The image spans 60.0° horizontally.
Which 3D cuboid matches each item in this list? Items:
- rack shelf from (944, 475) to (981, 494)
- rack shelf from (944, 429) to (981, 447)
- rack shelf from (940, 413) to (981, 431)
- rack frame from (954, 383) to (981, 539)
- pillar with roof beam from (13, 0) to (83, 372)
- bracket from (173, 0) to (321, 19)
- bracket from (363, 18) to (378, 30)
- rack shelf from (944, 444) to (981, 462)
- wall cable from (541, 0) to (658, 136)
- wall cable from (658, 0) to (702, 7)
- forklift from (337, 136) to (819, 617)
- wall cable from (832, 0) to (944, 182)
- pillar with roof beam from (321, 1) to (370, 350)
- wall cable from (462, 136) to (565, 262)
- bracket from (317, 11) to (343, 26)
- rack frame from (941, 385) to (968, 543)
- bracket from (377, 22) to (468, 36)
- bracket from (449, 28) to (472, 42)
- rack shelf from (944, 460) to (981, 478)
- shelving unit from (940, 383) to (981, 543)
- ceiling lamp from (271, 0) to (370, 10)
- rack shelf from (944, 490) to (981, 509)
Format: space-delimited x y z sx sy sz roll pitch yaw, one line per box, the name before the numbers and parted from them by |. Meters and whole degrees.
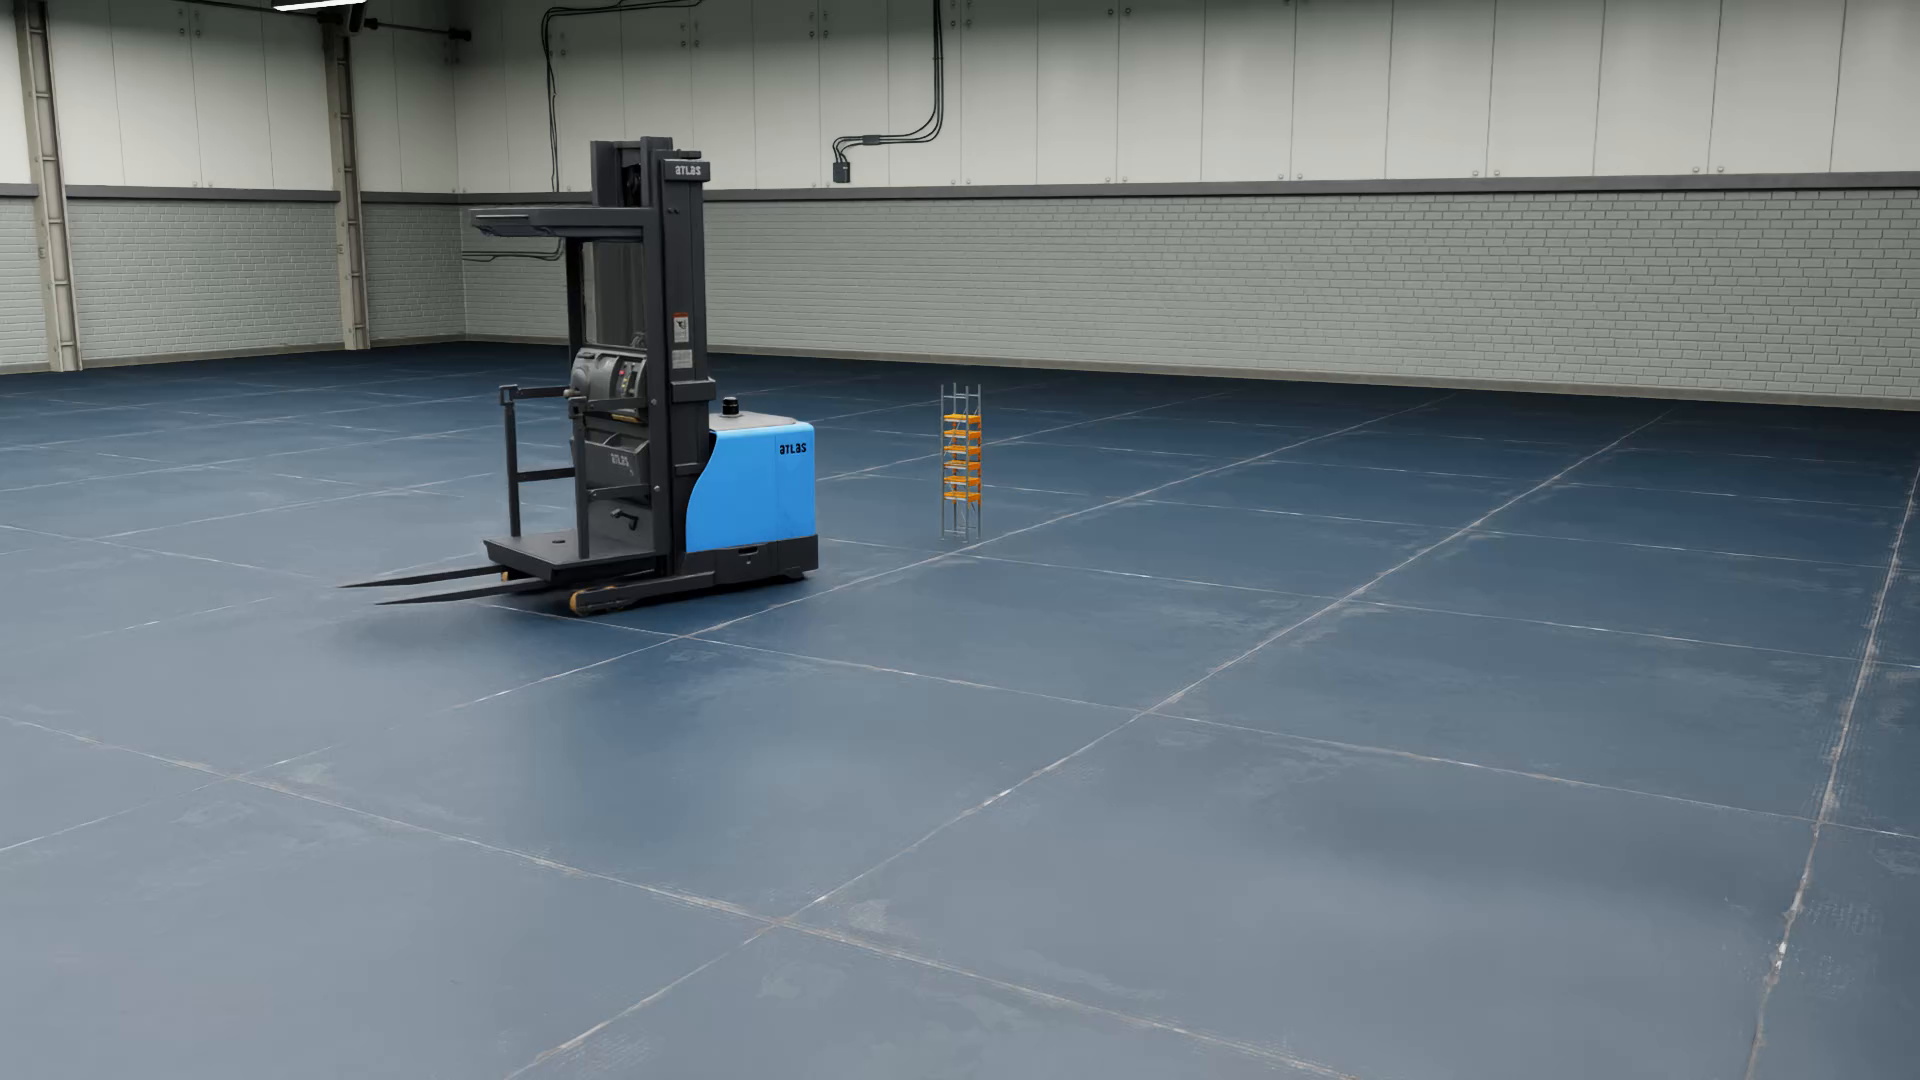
rack shelf | 0.008 -0.430 12.801 0.258 0.103 0.180 6 12 31
rack shelf | 0.008 -0.784 12.734 0.258 0.103 0.180 6 12 31
rack shelf | 0.008 -0.902 12.712 0.258 0.103 0.180 6 12 31
rack frame | 0.055 -0.606 12.847 0.240 1.200 0.006 6 12 31
pillar with roof beam | -11.503 -6.892 25.230 9.100 9.000 0.548 6 12 31
bracket | -13.317 -9.512 29.442 0.076 0.066 4.783 6 12 31
bracket | -11.548 -10.048 32.304 0.235 0.232 0.430 6 12 31
rack shelf | 0.008 -0.666 12.757 0.258 0.103 0.180 6 12 31
wall cable | -7.095 -9.282 32.708 3.097 2.526 0.112 6 12 31
wall cable | -4.450 -11.222 30.710 3.097 2.526 0.112 6 12 31
forklift | -2.436 -1.074 10.640 3.031 2.935 1.130 -9 14 -39
wall cable | -1.302 -9.346 29.097 2.305 6.003 0.169 6 12 31
pillar with roof beam | -8.388 -7.836 30.271 9.100 9.000 0.548 6 12 31
wall cable | -9.408 -7.058 34.553 3.097 2.526 0.112 6 12 31
bracket | -11.979 -9.917 31.607 0.235 0.232 0.430 6 12 31
rack frame | -0.040 -0.578 12.694 0.240 1.200 0.006 6 12 31
bracket | -10.625 -10.328 33.799 0.076 0.066 3.189 6 12 31
bracket | -10.318 -10.421 34.295 0.235 0.232 0.430 6 12 31
rack shelf | 0.008 -0.548 12.779 0.258 0.103 0.180 6 12 31
shelving unit | 0.008 -0.592 12.770 0.258 1.200 0.189 6 12 31
ceiling lamp | -10.014 -10.055 26.261 2.000 3.185 0.800 6 12 31
rack shelf | 0.008 -0.312 12.823 0.258 0.103 0.180 6 12 31
